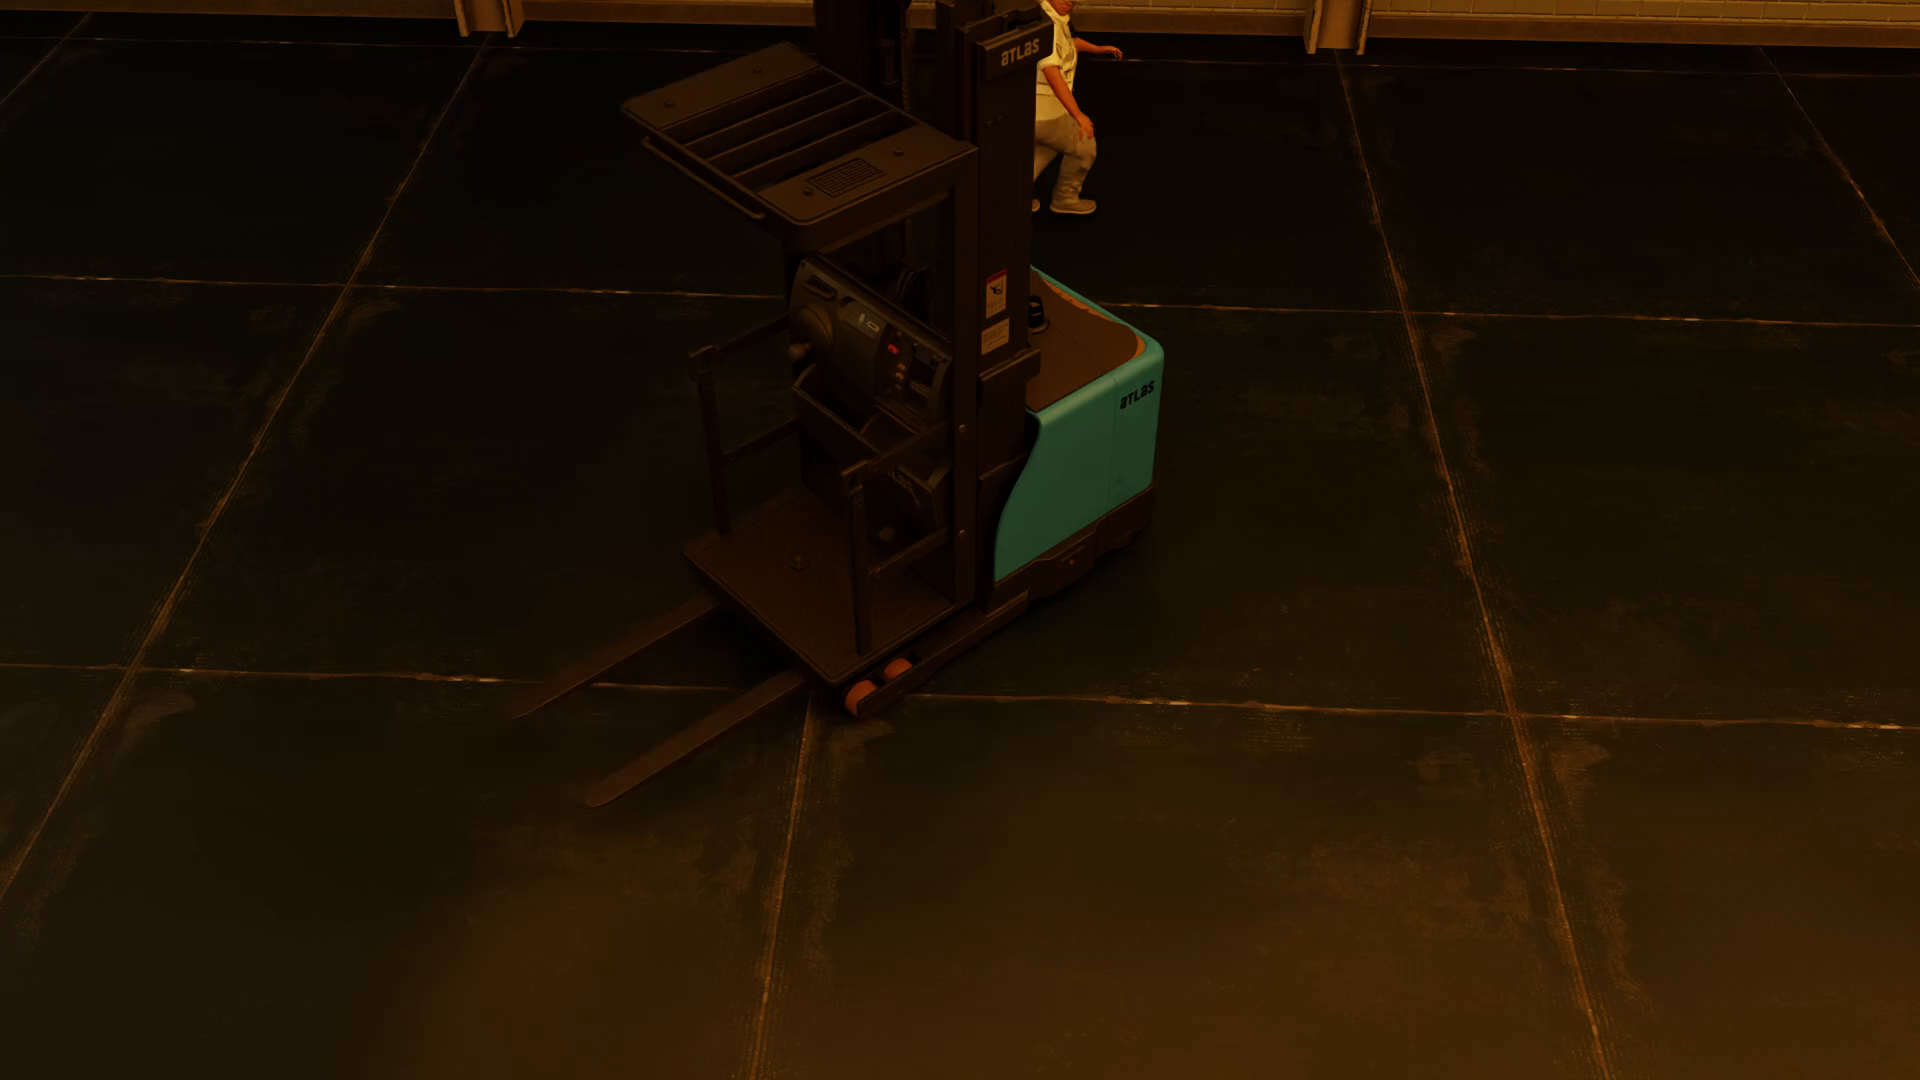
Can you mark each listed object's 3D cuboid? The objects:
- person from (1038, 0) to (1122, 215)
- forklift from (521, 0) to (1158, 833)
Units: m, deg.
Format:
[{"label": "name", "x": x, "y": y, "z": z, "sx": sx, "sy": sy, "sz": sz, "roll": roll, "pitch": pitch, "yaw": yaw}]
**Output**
[{"label": "person", "x": 0.633, "y": -2.538, "z": 9.505, "sx": 0.762, "sy": 1.556, "sz": 0.796, "roll": -13, "pitch": 44, "yaw": -14}, {"label": "forklift", "x": -0.488, "y": -0.694, "z": 6.503, "sx": 1.130, "sy": 2.935, "sz": 3.031, "roll": 33, "pitch": 51, "yaw": 30}]
